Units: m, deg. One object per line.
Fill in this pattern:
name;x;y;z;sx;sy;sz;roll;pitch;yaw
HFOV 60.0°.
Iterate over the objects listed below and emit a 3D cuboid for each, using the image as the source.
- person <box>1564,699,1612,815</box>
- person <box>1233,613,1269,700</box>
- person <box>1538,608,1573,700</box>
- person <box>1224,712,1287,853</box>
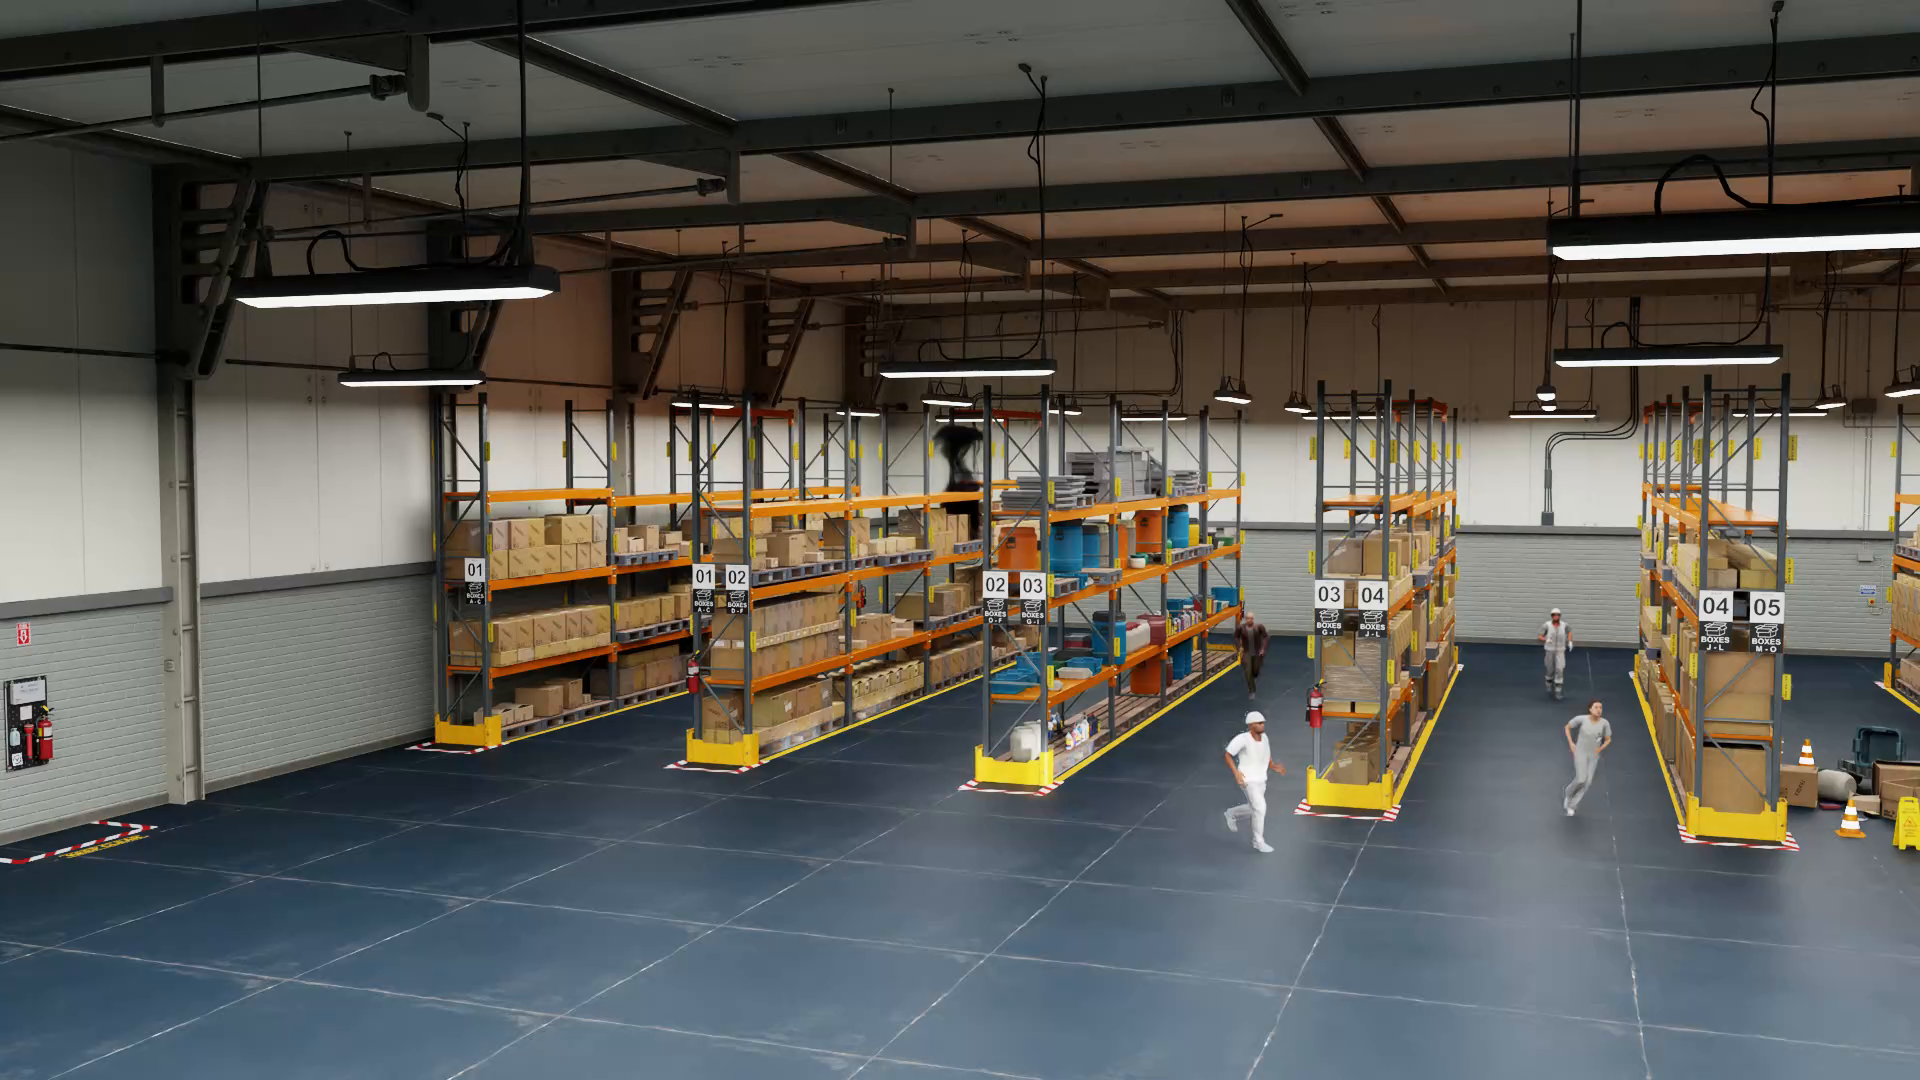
person;8.641;2.982;22.841;0.565;1.630;0.527;0;3;2
person;5.940;2.349;34.001;0.720;1.768;0.956;0;3;7
person;12.136;2.304;33.915;0.680;1.839;0.842;1;3;13
person;3.628;3.021;21.027;0.683;1.739;0.853;-3;4;-41
